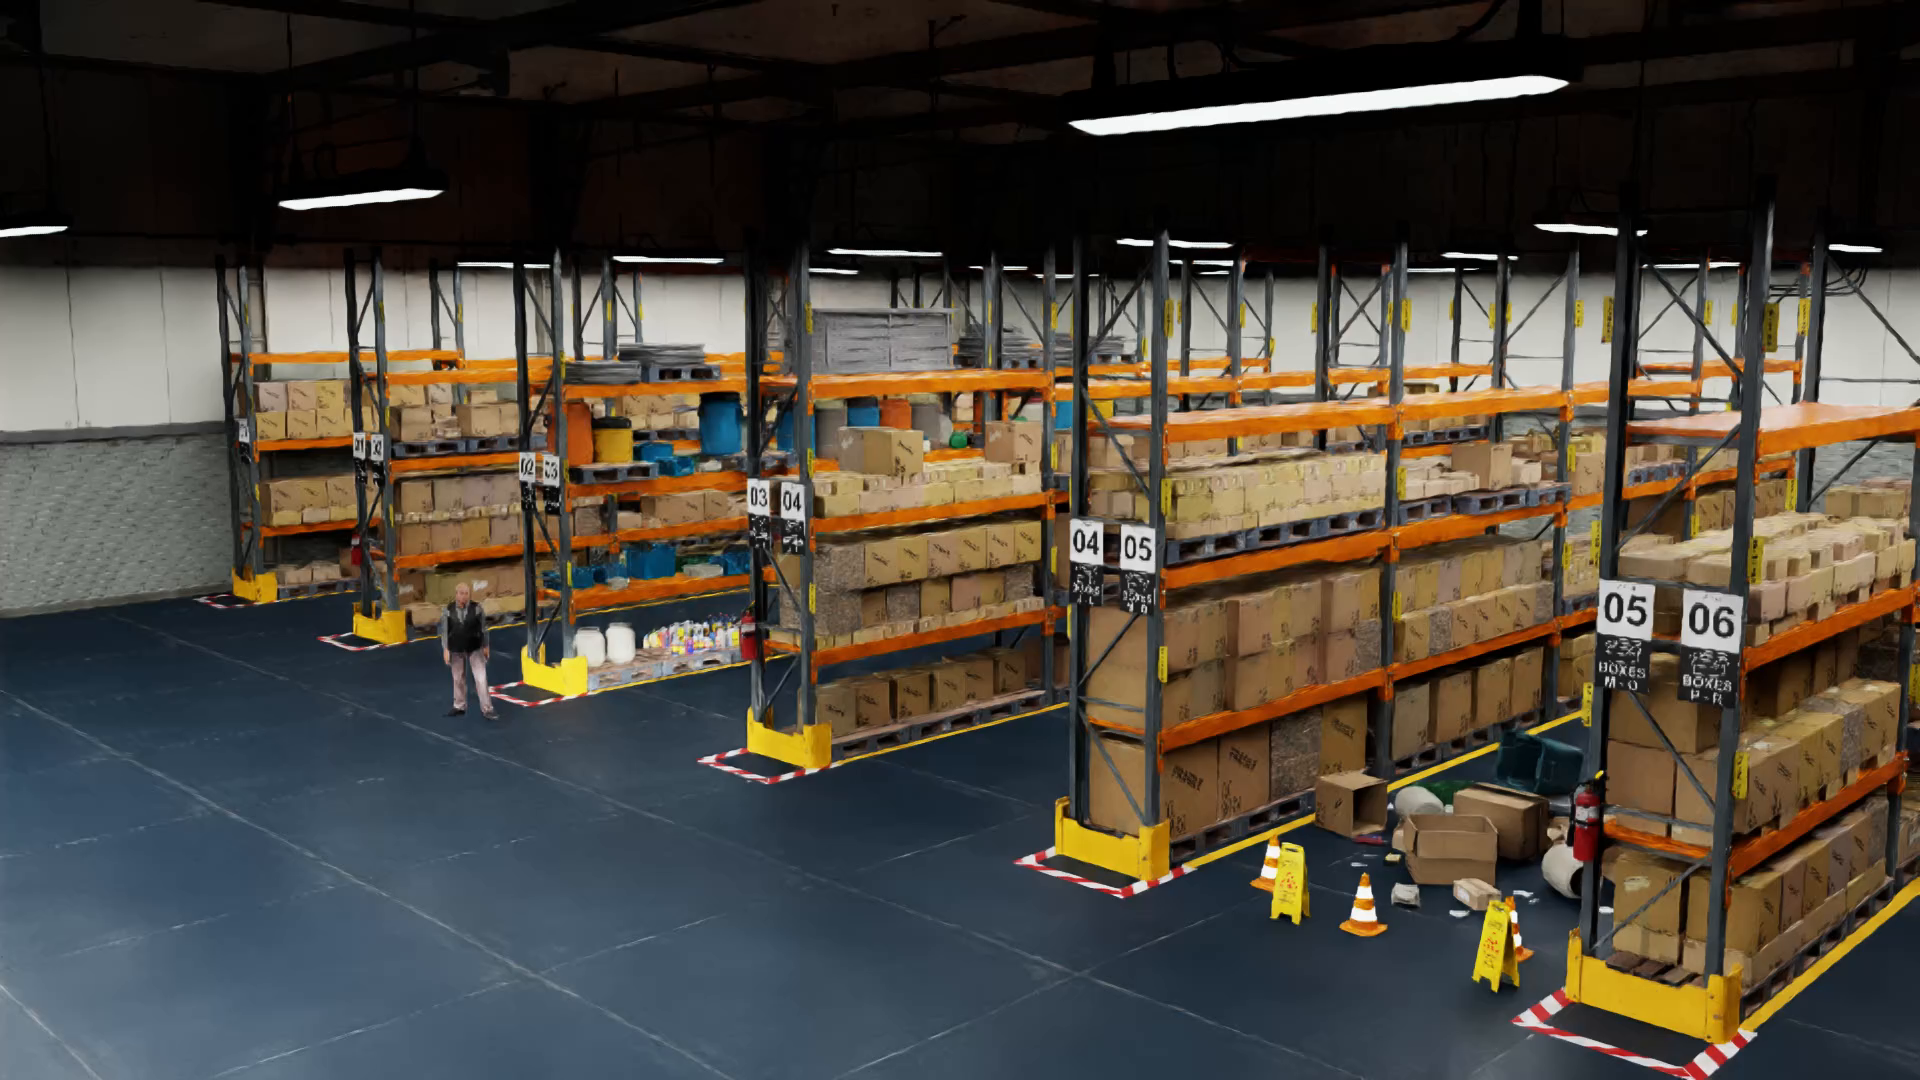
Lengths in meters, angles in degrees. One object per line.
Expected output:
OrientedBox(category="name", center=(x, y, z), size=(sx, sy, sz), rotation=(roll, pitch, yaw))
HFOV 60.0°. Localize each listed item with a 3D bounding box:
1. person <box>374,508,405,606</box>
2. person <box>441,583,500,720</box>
OrientedBox(category="person", center=(-9.789, 0.248, 28.622), size=(0.603, 1.705, 1.121), rotation=(6, 10, 38))
OrientedBox(category="person", center=(-6.118, 1.423, 20.726), size=(0.730, 1.622, 0.564), rotation=(-1, 8, -8))
